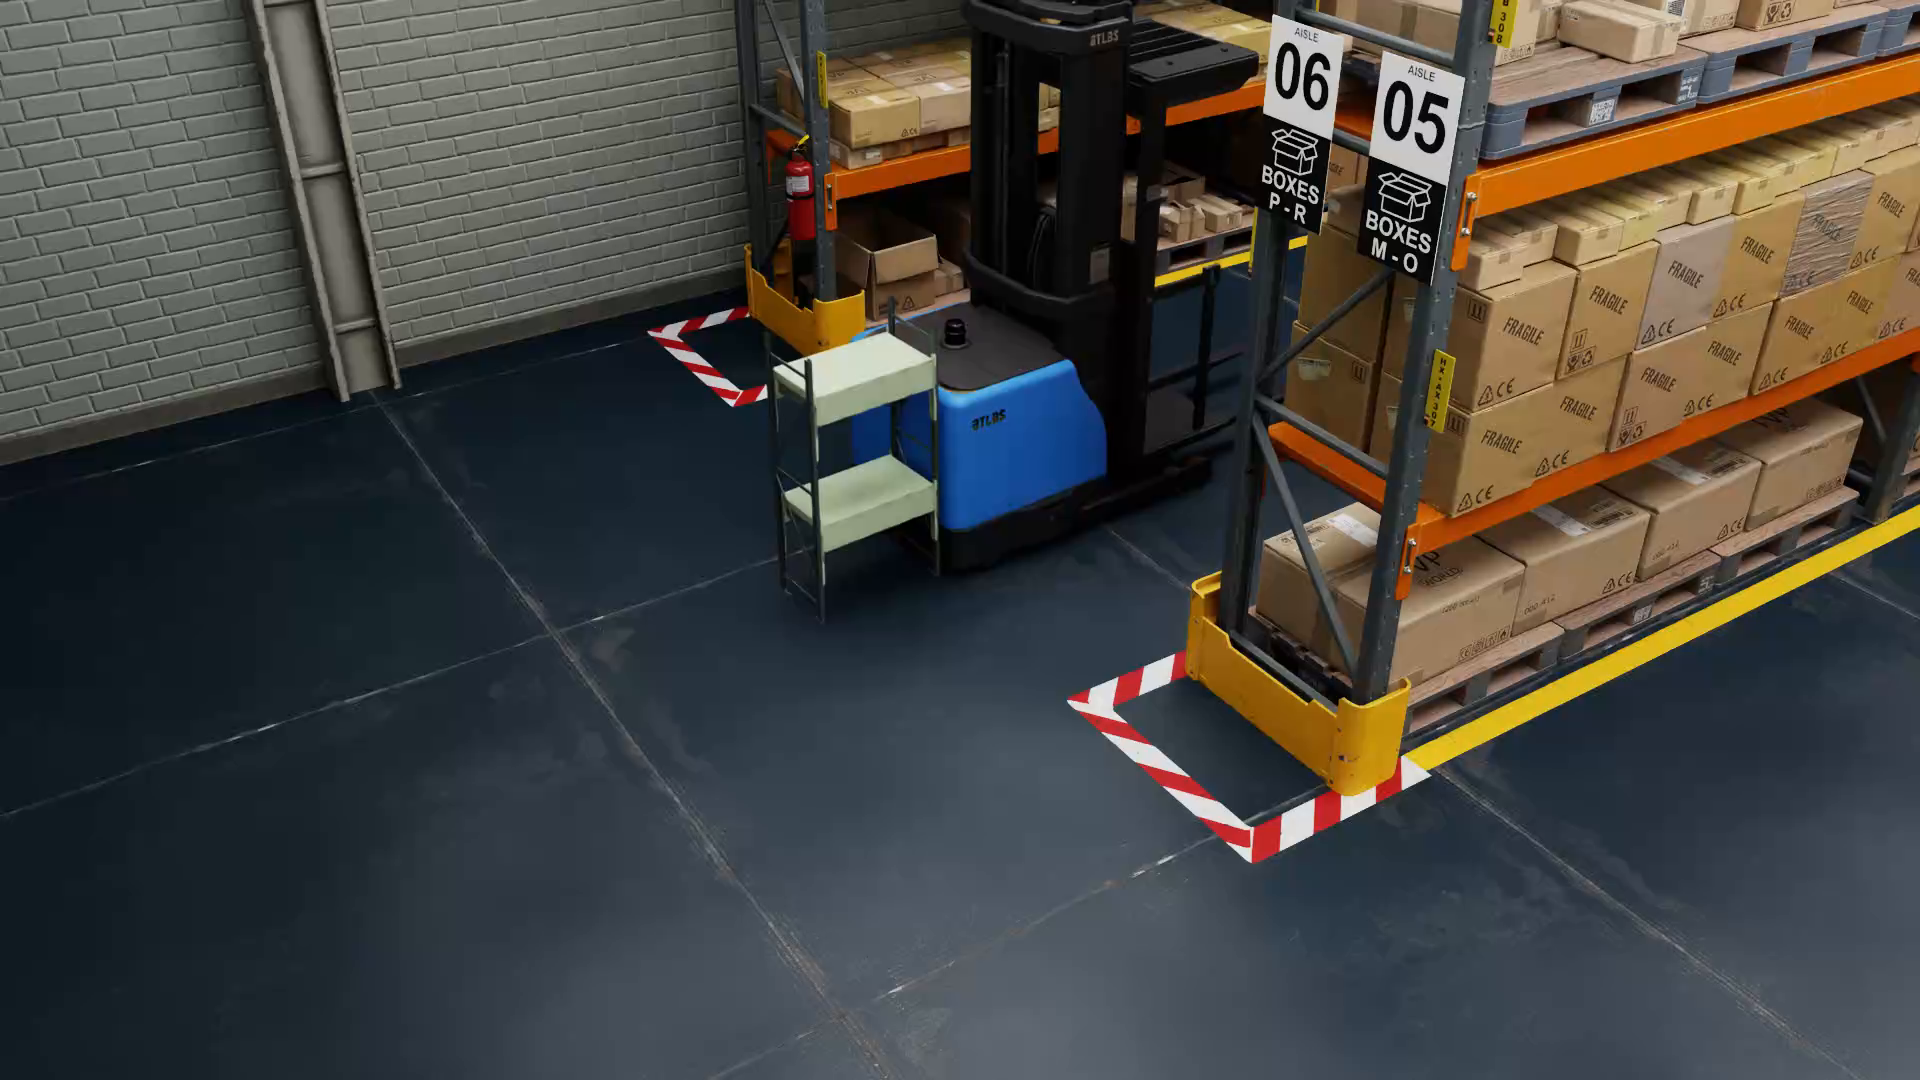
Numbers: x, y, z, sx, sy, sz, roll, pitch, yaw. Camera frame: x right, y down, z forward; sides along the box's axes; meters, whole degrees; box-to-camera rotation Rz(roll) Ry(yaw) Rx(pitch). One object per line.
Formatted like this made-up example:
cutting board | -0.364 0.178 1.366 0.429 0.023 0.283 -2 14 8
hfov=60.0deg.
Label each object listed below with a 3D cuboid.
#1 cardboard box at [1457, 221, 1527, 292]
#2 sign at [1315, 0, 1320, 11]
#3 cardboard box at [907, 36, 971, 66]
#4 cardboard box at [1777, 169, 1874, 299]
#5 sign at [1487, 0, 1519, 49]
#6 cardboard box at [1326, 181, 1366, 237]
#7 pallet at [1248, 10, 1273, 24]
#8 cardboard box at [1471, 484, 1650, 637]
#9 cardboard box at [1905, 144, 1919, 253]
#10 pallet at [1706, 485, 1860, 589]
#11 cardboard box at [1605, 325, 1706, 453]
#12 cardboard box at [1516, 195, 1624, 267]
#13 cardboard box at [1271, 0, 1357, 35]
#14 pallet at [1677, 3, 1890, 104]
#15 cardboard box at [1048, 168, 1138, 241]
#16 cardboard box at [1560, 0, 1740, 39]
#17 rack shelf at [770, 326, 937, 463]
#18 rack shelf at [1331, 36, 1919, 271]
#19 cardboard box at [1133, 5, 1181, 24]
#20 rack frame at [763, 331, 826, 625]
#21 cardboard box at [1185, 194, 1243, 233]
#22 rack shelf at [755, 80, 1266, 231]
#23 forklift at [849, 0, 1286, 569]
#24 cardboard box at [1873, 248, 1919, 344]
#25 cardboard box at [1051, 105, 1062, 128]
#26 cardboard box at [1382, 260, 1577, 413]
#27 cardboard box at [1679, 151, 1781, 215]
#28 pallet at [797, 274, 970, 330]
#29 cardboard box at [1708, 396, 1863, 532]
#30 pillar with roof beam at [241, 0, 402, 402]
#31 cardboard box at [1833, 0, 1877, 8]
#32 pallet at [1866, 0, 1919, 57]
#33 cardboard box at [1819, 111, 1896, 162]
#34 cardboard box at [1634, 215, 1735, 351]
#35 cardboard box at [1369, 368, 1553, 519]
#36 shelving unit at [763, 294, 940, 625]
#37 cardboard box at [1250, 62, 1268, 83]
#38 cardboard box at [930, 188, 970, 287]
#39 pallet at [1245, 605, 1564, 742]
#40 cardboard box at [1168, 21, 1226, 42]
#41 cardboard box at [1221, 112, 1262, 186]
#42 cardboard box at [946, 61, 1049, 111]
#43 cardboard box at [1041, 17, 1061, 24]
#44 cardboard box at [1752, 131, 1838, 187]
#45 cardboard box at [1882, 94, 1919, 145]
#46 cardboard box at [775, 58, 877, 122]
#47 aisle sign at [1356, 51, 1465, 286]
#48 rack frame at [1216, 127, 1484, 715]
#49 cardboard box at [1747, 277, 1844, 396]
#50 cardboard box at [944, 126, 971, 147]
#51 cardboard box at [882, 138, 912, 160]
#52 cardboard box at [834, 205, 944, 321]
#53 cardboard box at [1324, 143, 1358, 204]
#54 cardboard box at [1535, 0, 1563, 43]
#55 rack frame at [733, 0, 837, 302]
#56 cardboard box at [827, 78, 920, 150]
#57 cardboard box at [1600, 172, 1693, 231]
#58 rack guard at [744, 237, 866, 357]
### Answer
cardboard box | 2.015 -1.145 6.615 0.250 0.149 0.380 -18 37 -26
sign | 2.537 -3.933 11.862 0.005 0.325 0.100 -19 37 -27
cardboard box | -0.030 -3.256 11.462 0.500 0.250 0.500 -18 36 -26
cardboard box | 3.829 -1.494 7.776 0.500 0.500 0.500 -18 37 -27
sign | 1.863 -1.848 5.664 0.005 0.325 0.100 -19 37 -27
cardboard box | 1.760 -1.360 6.956 0.250 0.149 0.380 -18 37 -27
pallet | 2.967 -3.909 12.815 1.213 0.211 1.003 -19 37 -27
cardboard box | 2.832 -0.025 8.486 0.875 0.438 0.875 -18 36 -26
cardboard box | 4.682 -1.788 8.243 0.500 0.500 0.500 -19 37 -28
pallet | 4.248 -0.219 9.400 1.213 0.211 1.003 -19 37 -27
cardboard box | 2.973 -0.777 7.577 0.500 0.500 0.500 -19 37 -28
cardboard box | 2.478 -1.277 6.823 0.250 0.149 0.380 -18 36 -26
cardboard box | 2.764 -4.068 12.399 0.500 0.500 0.700 -18 36 -26
pallet | 3.211 -2.232 7.249 1.213 0.211 1.003 -19 37 -27
cardboard box | 1.052 -2.436 12.250 0.500 0.500 0.700 -20 38 -29
cardboard box | 2.852 -2.288 6.851 0.500 0.311 0.500 -18 37 -26
rack shelf | -0.530 -0.734 8.276 0.720 0.370 0.431 -22 38 -31
rack shelf | 3.248 -1.970 7.424 4.000 0.370 1.077 -19 37 -27
cardboard box | 1.256 -3.700 12.166 0.500 0.250 0.500 -19 37 -28
rack frame | -0.822 -0.286 8.298 0.023 1.500 0.400 -22 38 -31
cardboard box | 1.927 -2.487 12.660 0.250 0.149 0.380 -20 37 -29
rack shelf | 0.556 -2.926 11.751 4.000 0.370 1.077 -19 37 -27
forklift | 0.864 -1.709 9.212 3.031 2.935 1.130 -22 38 -31
cardboard box | 4.678 -1.377 8.528 0.500 0.500 0.500 -19 37 -27
cardboard box | 0.620 -2.953 11.355 0.250 0.149 0.380 -18 36 -26
cardboard box | 2.125 -0.903 6.840 0.500 0.500 0.500 -20 37 -28
cardboard box | 3.342 -1.575 7.296 0.250 0.149 0.380 -20 37 -28
pallet | -0.392 -1.725 11.787 1.213 0.211 1.003 -19 37 -27
cardboard box | 4.343 -0.544 9.309 0.875 0.438 0.875 -20 37 -28
pillar with roof beam | -1.547 -2.884 5.387 0.400 9.000 9.100 -19 37 -27
cardboard box | 3.813 -2.711 7.341 0.637 0.503 0.797 -16 36 -24
pallet | 4.236 -2.583 7.805 1.213 0.211 1.003 -19 37 -27
cardboard box | 4.144 -1.915 7.835 0.250 0.149 0.380 -19 37 -28
cardboard box | 2.984 -1.208 7.323 0.500 0.500 0.500 -19 37 -28
cardboard box | 2.126 -0.479 7.105 0.500 0.500 0.500 -19 37 -28
shelving unit | -0.530 -0.404 8.484 0.755 1.500 0.431 -22 38 -31
cardboard box | 2.105 -3.497 12.217 0.250 0.149 0.380 -18 37 -27
cardboard box | 0.180 -2.136 11.774 0.500 0.500 0.700 -17 36 -25
pallet | 2.197 0.486 8.282 1.213 0.211 1.003 -19 37 -27
cardboard box | 1.528 -3.463 11.789 0.500 0.250 0.500 -19 37 -27
cardboard box | 2.489 -3.203 13.466 0.500 0.500 0.500 -19 37 -27
cardboard box | 0.250 -3.019 11.085 0.500 0.250 0.500 -20 37 -28
cardboard box | 0.663 -3.476 11.107 0.500 0.500 0.500 -18 36 -26
cardboard box | 3.734 -1.750 7.574 0.250 0.149 0.380 -20 37 -28
cardboard box | 4.562 -2.064 8.071 0.250 0.149 0.380 -18 36 -26
cardboard box | -0.883 -2.966 11.003 0.500 0.250 0.500 -18 36 -26
aisle sign | 1.664 -1.376 6.183 0.004 0.787 0.394 -19 37 -27
rack frame | 1.567 -0.427 7.116 0.127 3.000 1.000 -19 37 -27
cardboard box | 3.834 -1.074 8.047 0.500 0.500 0.500 -20 37 -28
cardboard box | -0.064 -2.749 11.032 0.250 0.149 0.380 -18 36 -26
cardboard box | -0.512 -2.612 10.815 0.250 0.149 0.380 -18 36 -26
cardboard box | -0.560 -1.908 11.409 0.637 0.503 0.797 -21 38 -29
cardboard box | 2.765 -2.968 13.092 0.500 0.500 0.500 -17 36 -25
cardboard box | 2.206 -2.137 6.763 0.250 0.149 0.380 -22 38 -31
rack frame | -1.125 -2.652 10.643 0.127 3.000 1.000 -19 37 -27
cardboard box | -0.598 -2.725 10.620 0.500 0.250 0.500 -19 37 -27
cardboard box | 2.881 -1.460 7.115 0.250 0.149 0.380 -19 37 -27
rack guard | -1.062 -1.617 11.344 0.348 0.500 1.175 -19 37 -27
